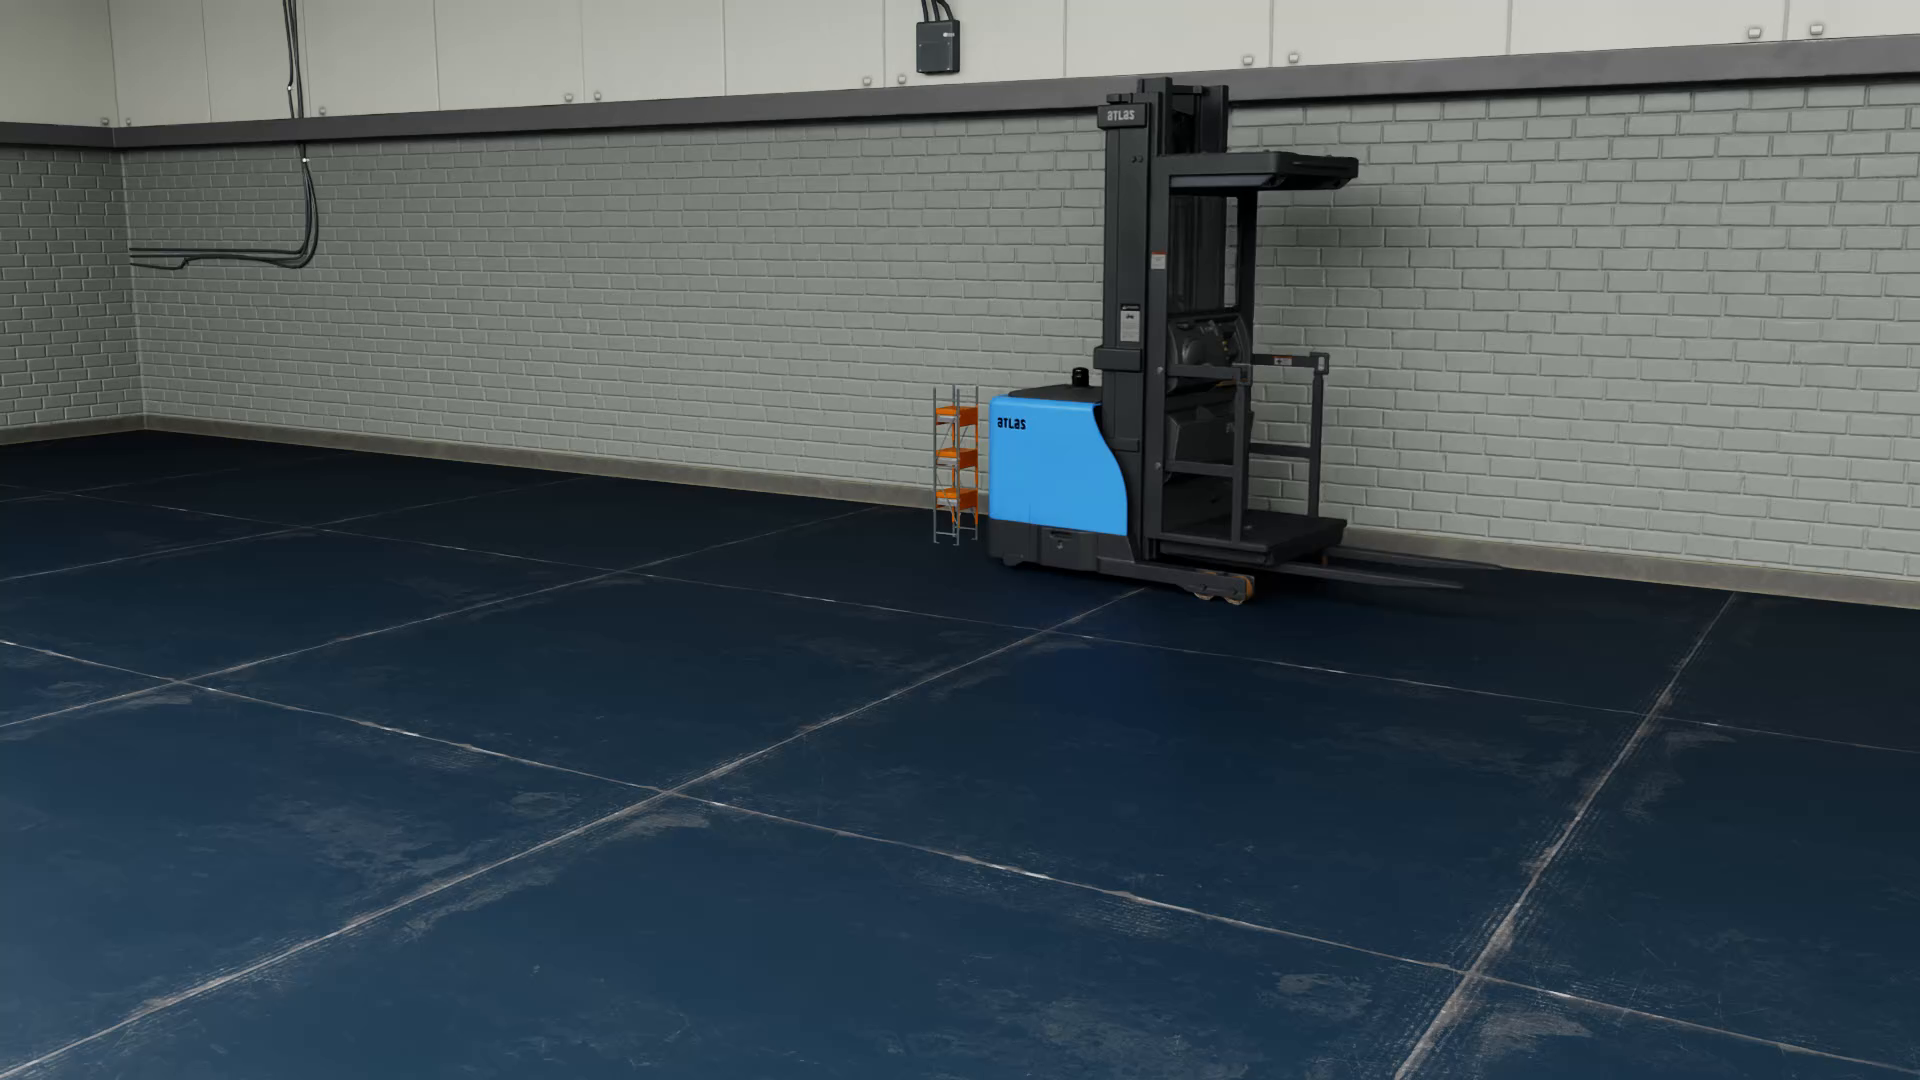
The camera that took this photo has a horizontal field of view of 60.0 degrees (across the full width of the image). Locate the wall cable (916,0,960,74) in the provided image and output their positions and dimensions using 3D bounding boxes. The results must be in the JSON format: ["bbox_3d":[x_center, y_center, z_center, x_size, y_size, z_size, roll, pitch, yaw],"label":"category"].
[{"bbox_3d":[0.688,-6.218,10.886,2.305,6.003,0.169,6,12,31],"label":"wall cable"}]

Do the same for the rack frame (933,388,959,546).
[{"bbox_3d":[-0.091,-0.488,11.125,0.200,1.050,0.008,6,12,31],"label":"rack frame"}]

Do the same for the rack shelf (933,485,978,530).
[{"bbox_3d":[-0.028,-0.224,11.280,0.215,0.259,0.240,6,12,31],"label":"rack shelf"}]

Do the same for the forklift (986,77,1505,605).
[{"bbox_3d":[1.649,-1.185,9.735,3.031,2.935,1.130,8,13,36],"label":"forklift"}]

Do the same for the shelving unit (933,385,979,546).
[{"bbox_3d":[-0.028,-0.508,11.227,0.215,1.050,0.252,6,12,31],"label":"shelving unit"}]

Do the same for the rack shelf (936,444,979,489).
[{"bbox_3d":[-0.028,-0.497,11.229,0.215,0.259,0.240,6,12,31],"label":"rack shelf"}]

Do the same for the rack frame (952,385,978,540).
[{"bbox_3d":[0.036,-0.527,11.330,0.200,1.050,0.008,6,12,31],"label":"rack frame"}]

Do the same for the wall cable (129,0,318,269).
[{"bbox_3d":[-7.417,-3.930,16.343,3.097,2.526,0.112,6,12,31],"label":"wall cable"}]

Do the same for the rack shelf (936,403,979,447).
[{"bbox_3d":[-0.028,-0.776,11.177,0.215,0.259,0.240,6,12,31],"label":"rack shelf"}]
